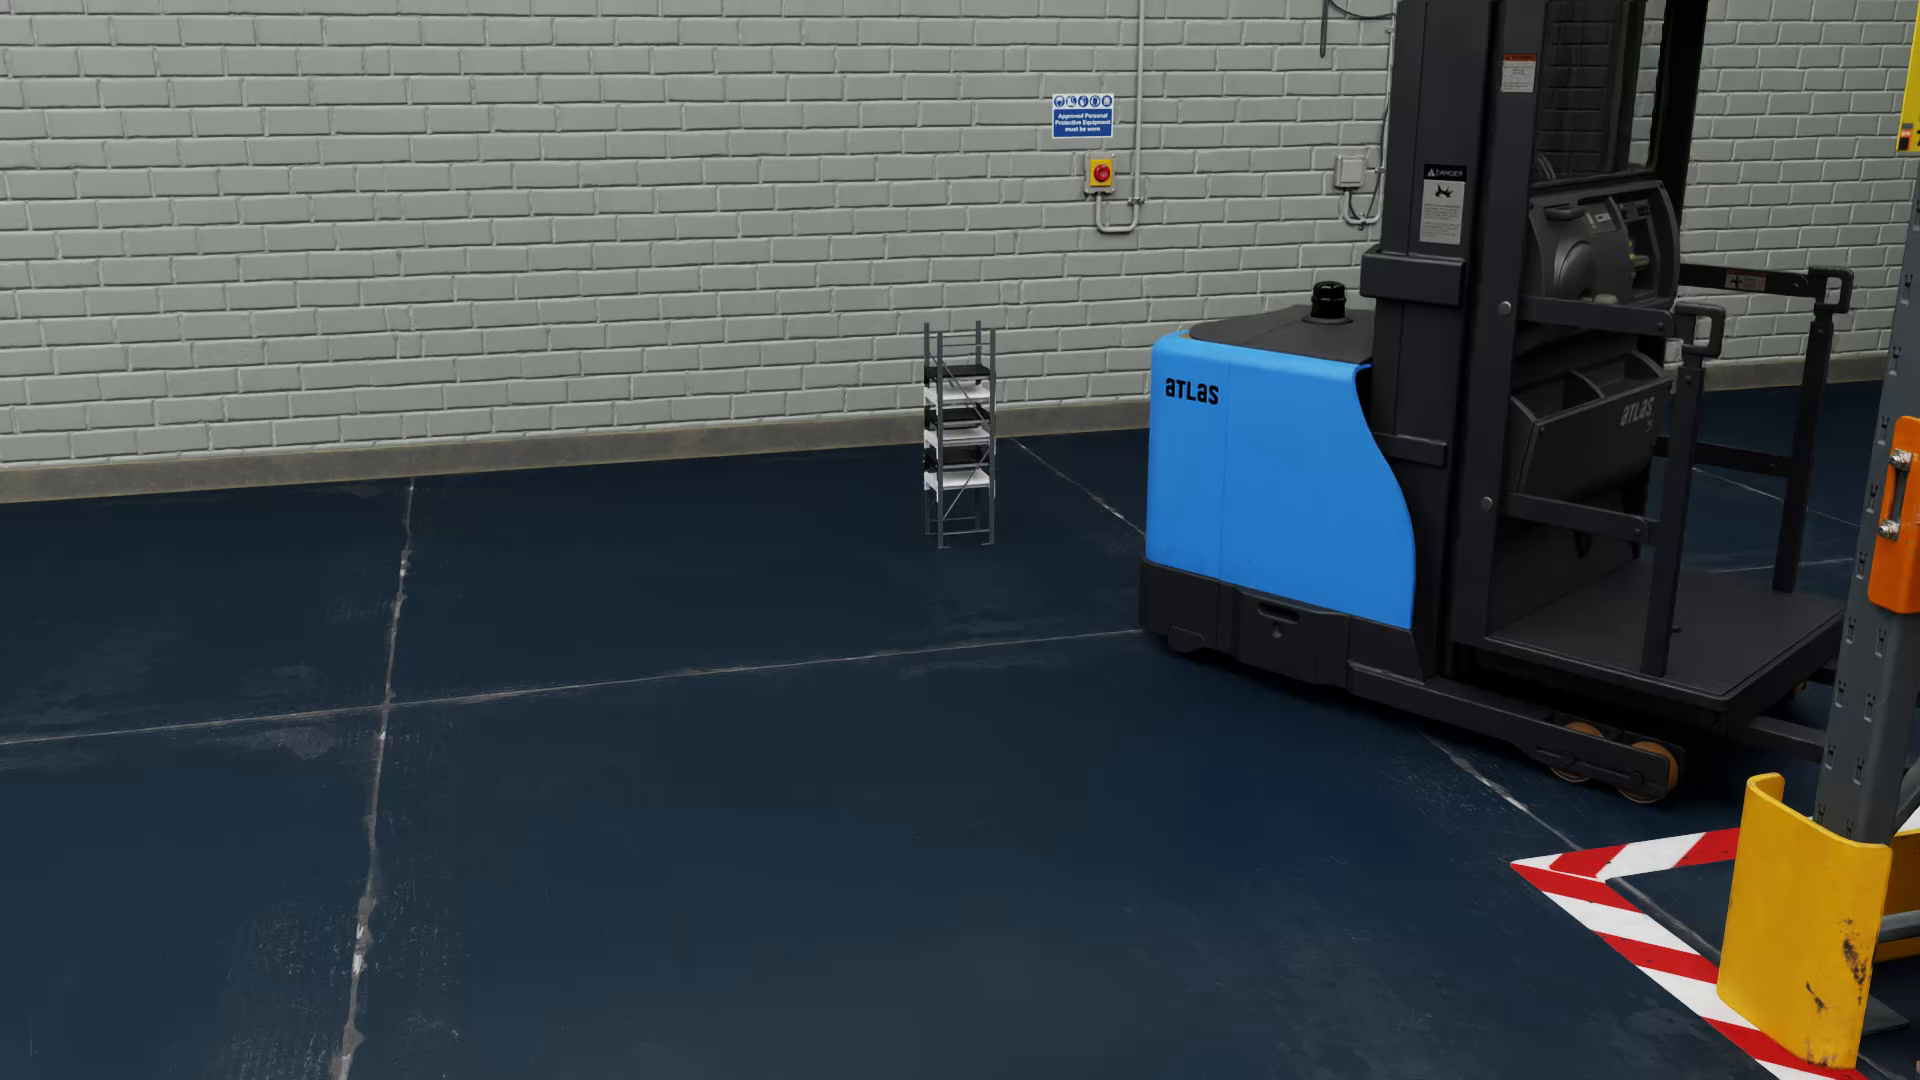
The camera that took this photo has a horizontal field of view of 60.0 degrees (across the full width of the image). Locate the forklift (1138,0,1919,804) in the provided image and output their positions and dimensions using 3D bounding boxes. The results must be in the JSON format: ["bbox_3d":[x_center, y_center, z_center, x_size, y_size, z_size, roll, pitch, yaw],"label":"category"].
[{"bbox_3d":[2.025,-0.851,4.690,3.031,2.935,1.130,16,23,42],"label":"forklift"}]

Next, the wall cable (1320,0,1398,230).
[{"bbox_3d":[2.045,-2.603,8.639,0.588,1.984,0.122,-5,17,-15],"label":"wall cable"}]

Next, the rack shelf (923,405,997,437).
[{"bbox_3d":[-0.002,-0.487,6.814,0.258,0.077,0.200,-5,17,-15],"label":"rack shelf"}]

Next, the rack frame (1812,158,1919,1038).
[{"bbox_3d":[2.257,-0.444,3.215,1.000,3.000,0.127,-5,17,-15],"label":"rack frame"}]

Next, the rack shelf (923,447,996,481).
[{"bbox_3d":[-0.002,-0.315,6.866,0.258,0.077,0.200,-5,17,-15],"label":"rack shelf"}]

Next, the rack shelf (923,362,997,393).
[{"bbox_3d":[-0.002,-0.660,6.762,0.258,0.077,0.200,-5,17,-15],"label":"rack shelf"}]

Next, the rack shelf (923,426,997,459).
[{"bbox_3d":[-0.002,-0.401,6.840,0.258,0.077,0.200,-5,17,-15],"label":"rack shelf"}]

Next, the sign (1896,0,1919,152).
[{"bbox_3d":[1.722,-0.854,2.938,0.100,0.325,0.005,-5,17,-15],"label":"sign"}]

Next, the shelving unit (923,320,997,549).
[{"bbox_3d":[-0.002,-0.433,6.830,0.258,0.900,0.210,-5,17,-15],"label":"shelving unit"}]

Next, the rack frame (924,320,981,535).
[{"bbox_3d":[-0.030,-0.461,6.924,0.240,0.900,0.006,-5,17,-15],"label":"rack frame"}]

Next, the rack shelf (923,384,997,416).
[{"bbox_3d":[-0.002,-0.574,6.788,0.258,0.077,0.200,-5,17,-15],"label":"rack shelf"}]

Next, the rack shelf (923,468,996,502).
[{"bbox_3d":[-0.002,-0.229,6.891,0.258,0.077,0.200,-5,17,-15],"label":"rack shelf"}]

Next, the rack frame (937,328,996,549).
[{"bbox_3d":[0.026,-0.405,6.736,0.240,0.900,0.006,-5,17,-15],"label":"rack frame"}]

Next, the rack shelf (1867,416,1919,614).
[{"bbox_3d":[2.807,0.454,1.477,1.077,0.370,4.000,-5,17,-15],"label":"rack shelf"}]

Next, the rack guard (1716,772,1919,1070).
[{"bbox_3d":[2.250,0.747,3.597,1.175,0.500,0.348,-5,17,-15],"label":"rack guard"}]

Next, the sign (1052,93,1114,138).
[{"bbox_3d":[0.622,-2.144,8.406,0.327,0.218,0.001,-5,17,-15],"label":"sign"}]

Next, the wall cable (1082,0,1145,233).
[{"bbox_3d":[0.685,-2.503,8.251,0.585,1.953,0.123,-5,17,-15],"label":"wall cable"}]

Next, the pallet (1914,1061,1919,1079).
[{"bbox_3d":[2.552,1.107,2.900,1.003,0.211,1.213,-5,17,-15],"label":"pallet"}]
